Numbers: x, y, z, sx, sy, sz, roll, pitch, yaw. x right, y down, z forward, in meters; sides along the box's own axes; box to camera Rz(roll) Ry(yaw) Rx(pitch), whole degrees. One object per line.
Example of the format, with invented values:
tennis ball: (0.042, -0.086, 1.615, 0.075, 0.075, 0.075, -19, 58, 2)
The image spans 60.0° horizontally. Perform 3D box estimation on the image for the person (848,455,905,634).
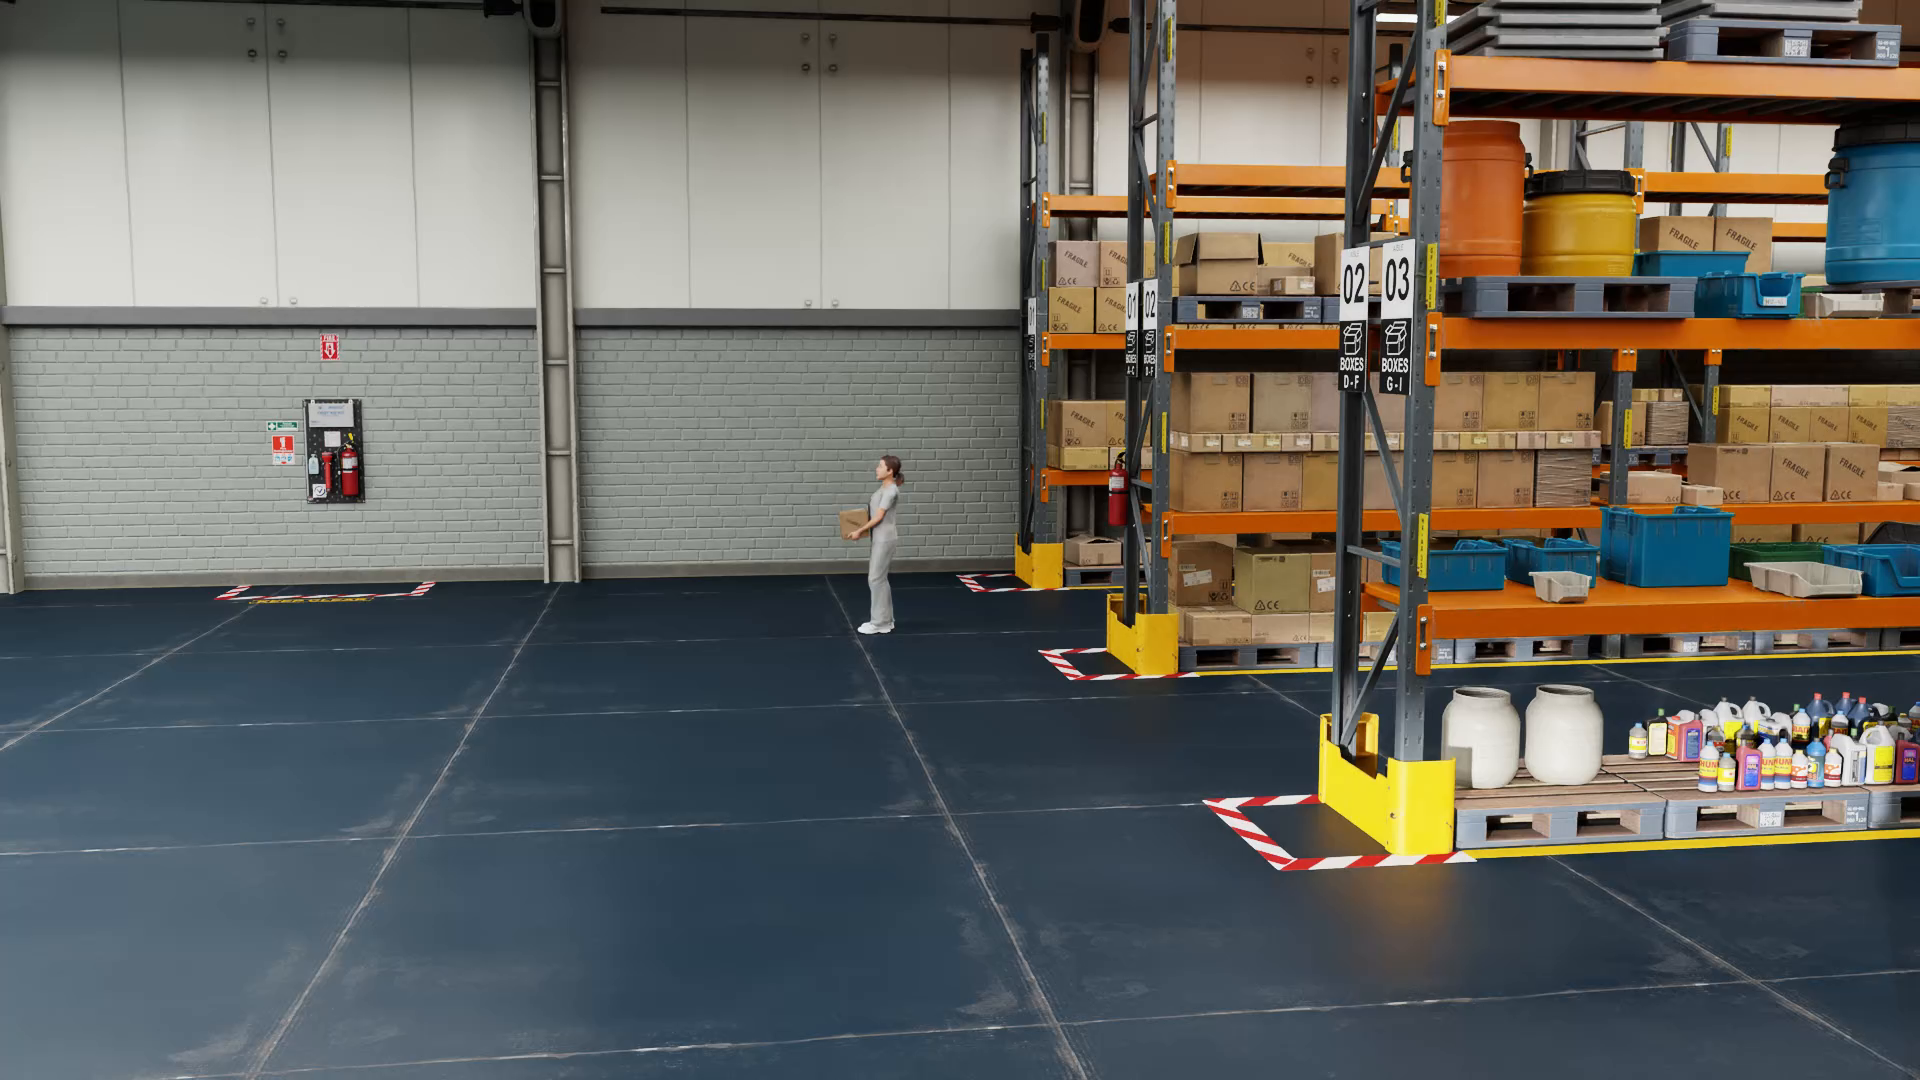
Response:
person: (-0.784, 0.035, 15.551, 0.555, 1.662, 0.437, -1, 7, -8)
